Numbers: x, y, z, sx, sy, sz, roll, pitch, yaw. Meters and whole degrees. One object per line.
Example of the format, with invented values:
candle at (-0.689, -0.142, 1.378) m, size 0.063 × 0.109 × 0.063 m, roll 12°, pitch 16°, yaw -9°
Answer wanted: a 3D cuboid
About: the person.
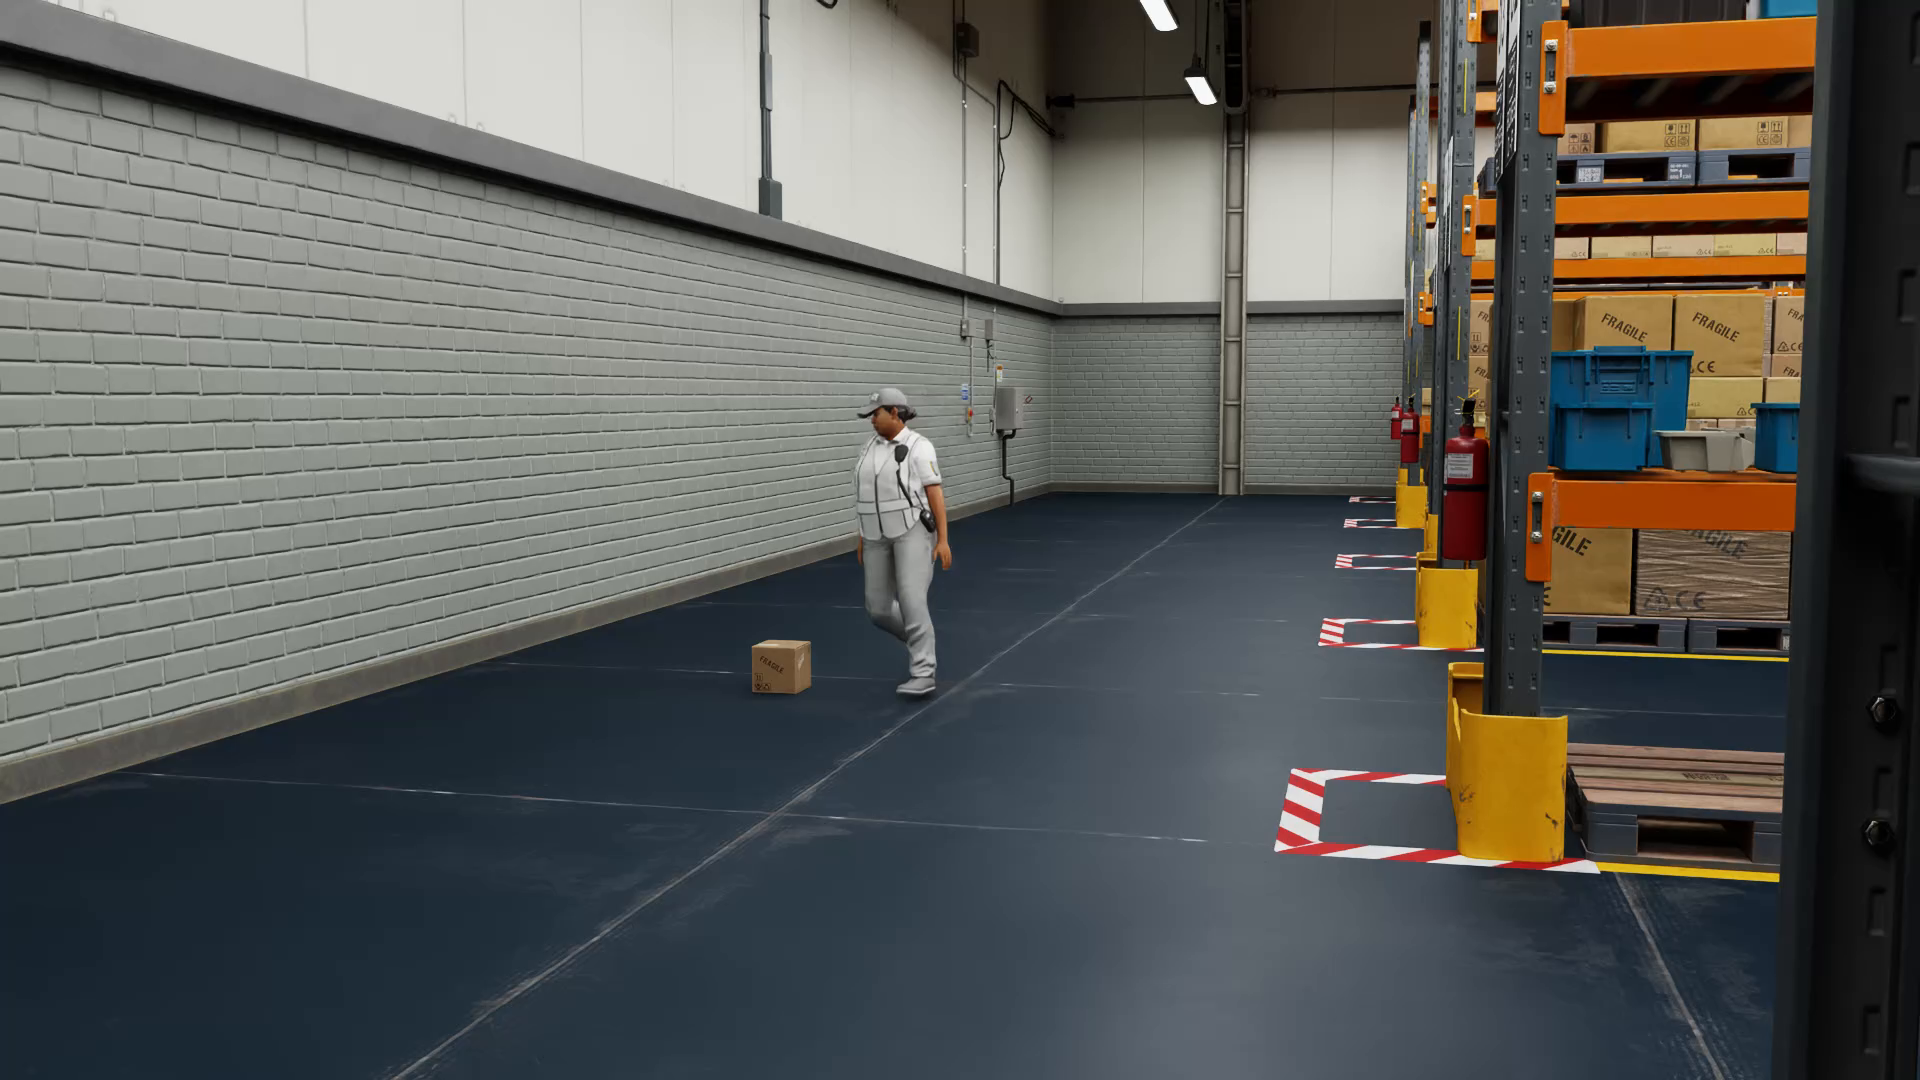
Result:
person at (-0.306, -0.018, 8.959) m, size 0.576 × 1.604 × 0.758 m, roll 2°, pitch 6°, yaw 26°
